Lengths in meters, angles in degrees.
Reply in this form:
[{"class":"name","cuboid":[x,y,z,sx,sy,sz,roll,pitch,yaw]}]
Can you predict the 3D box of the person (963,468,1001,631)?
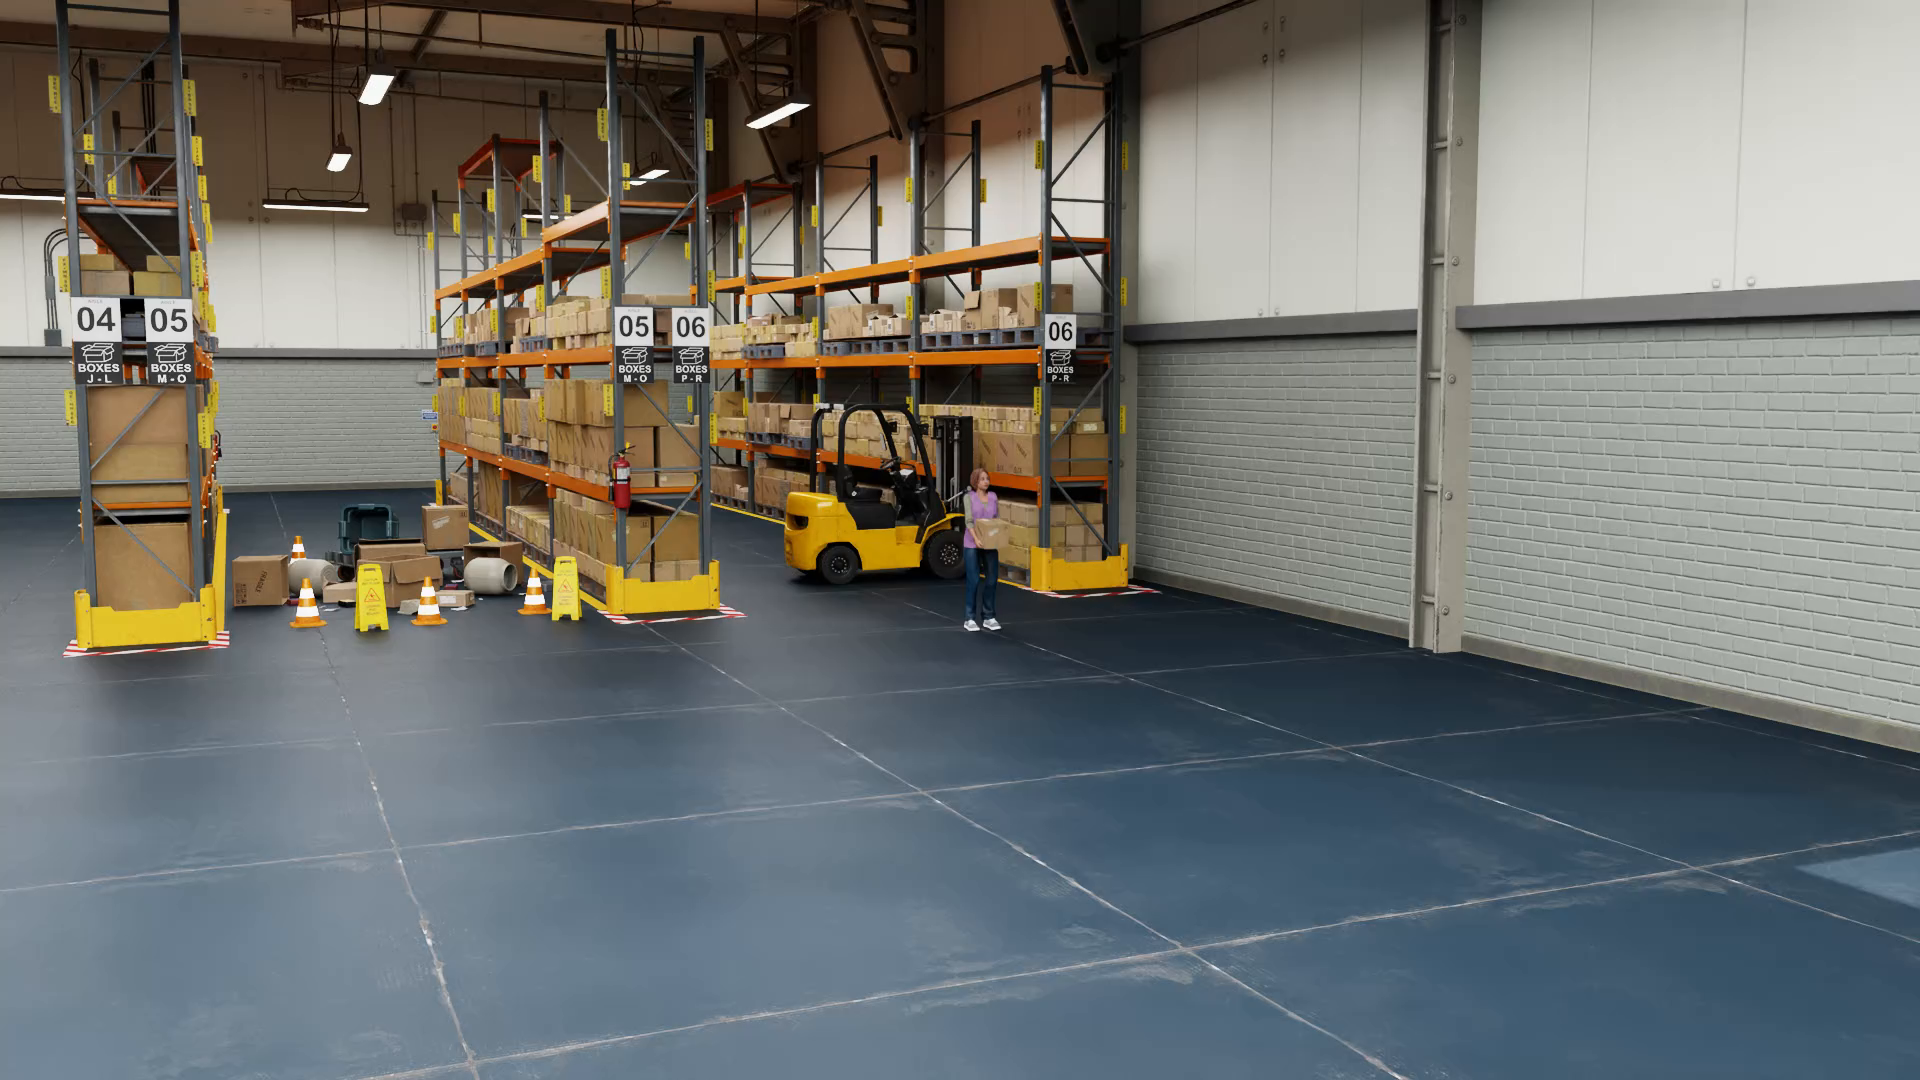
[{"class":"person","cuboid":[0.239,0.095,16.268,0.384,1.591,0.495,-2,6,-23]}]
